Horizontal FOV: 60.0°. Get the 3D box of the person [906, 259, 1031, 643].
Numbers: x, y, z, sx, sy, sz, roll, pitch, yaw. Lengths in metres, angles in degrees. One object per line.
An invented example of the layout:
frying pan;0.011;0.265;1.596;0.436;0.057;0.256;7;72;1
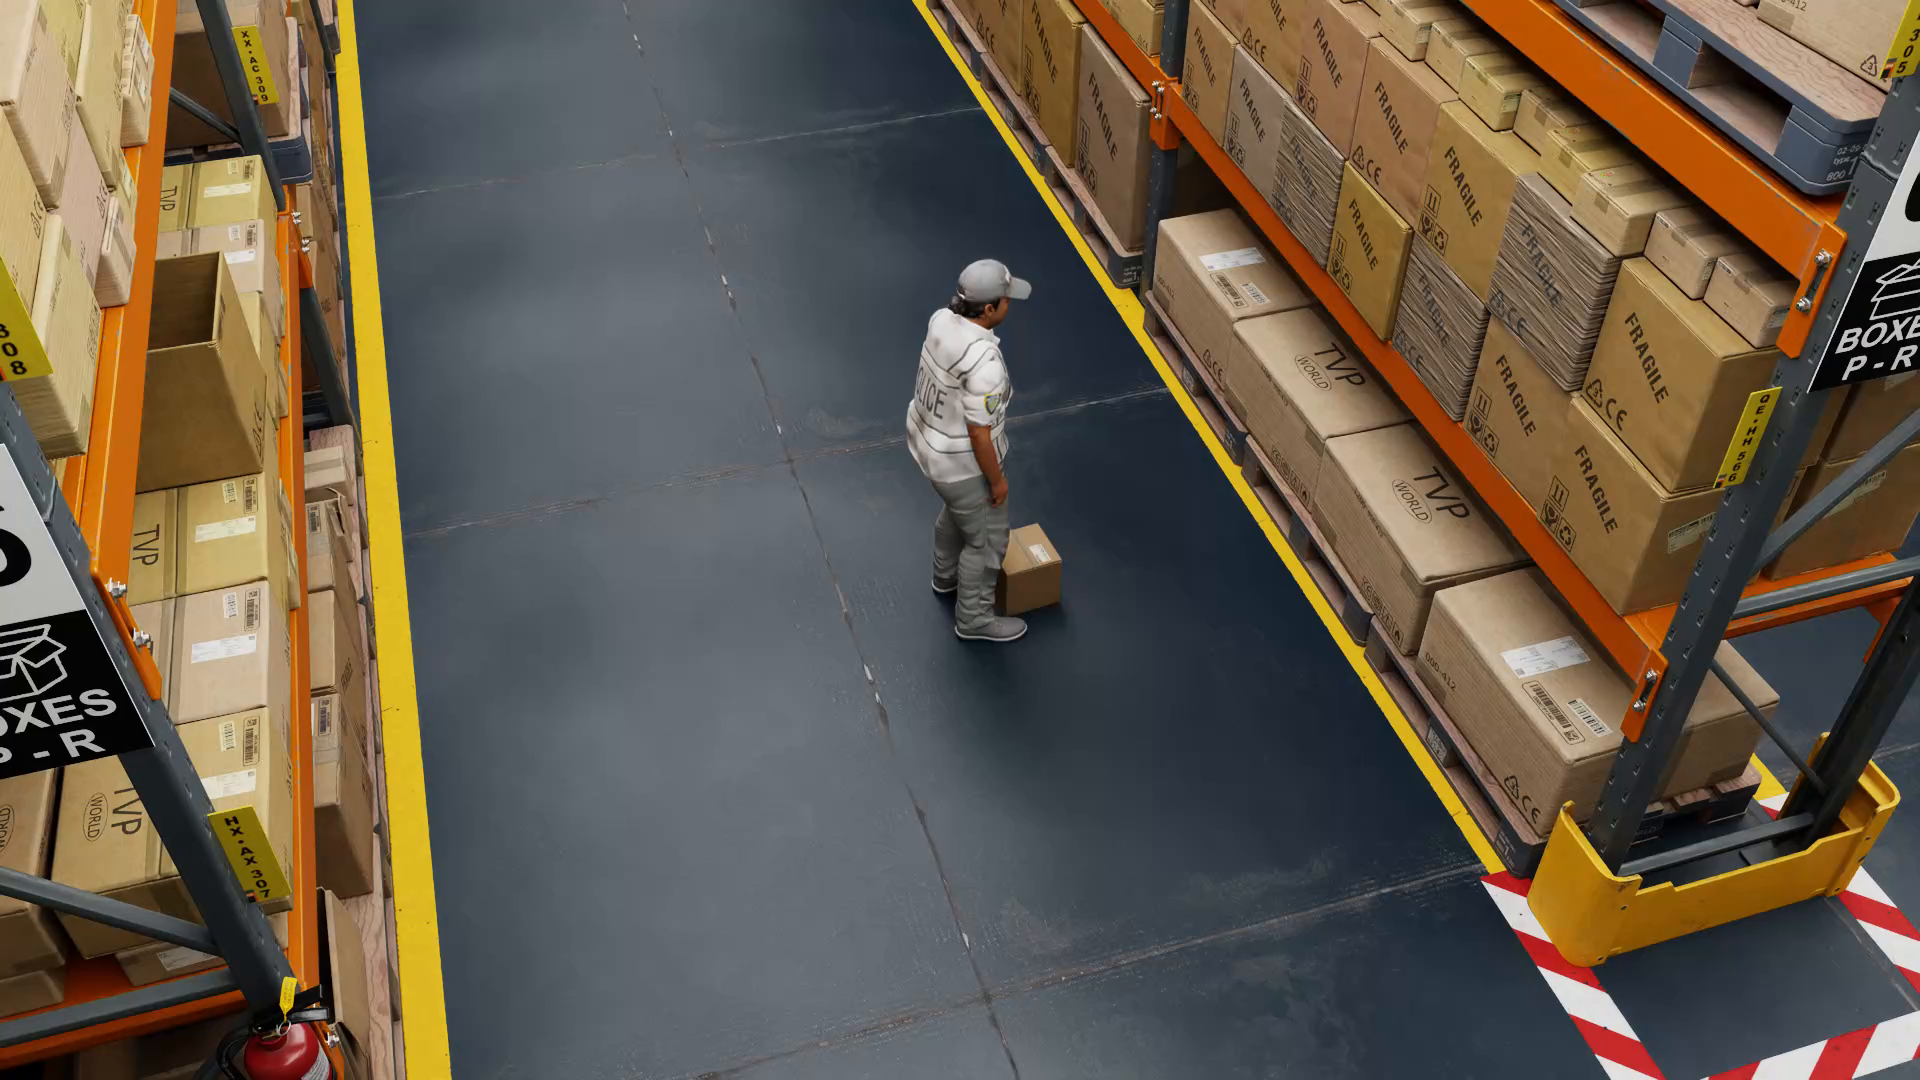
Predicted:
person;0.052;-0.348;6.536;0.471;1.665;0.563;-15;44;-15
